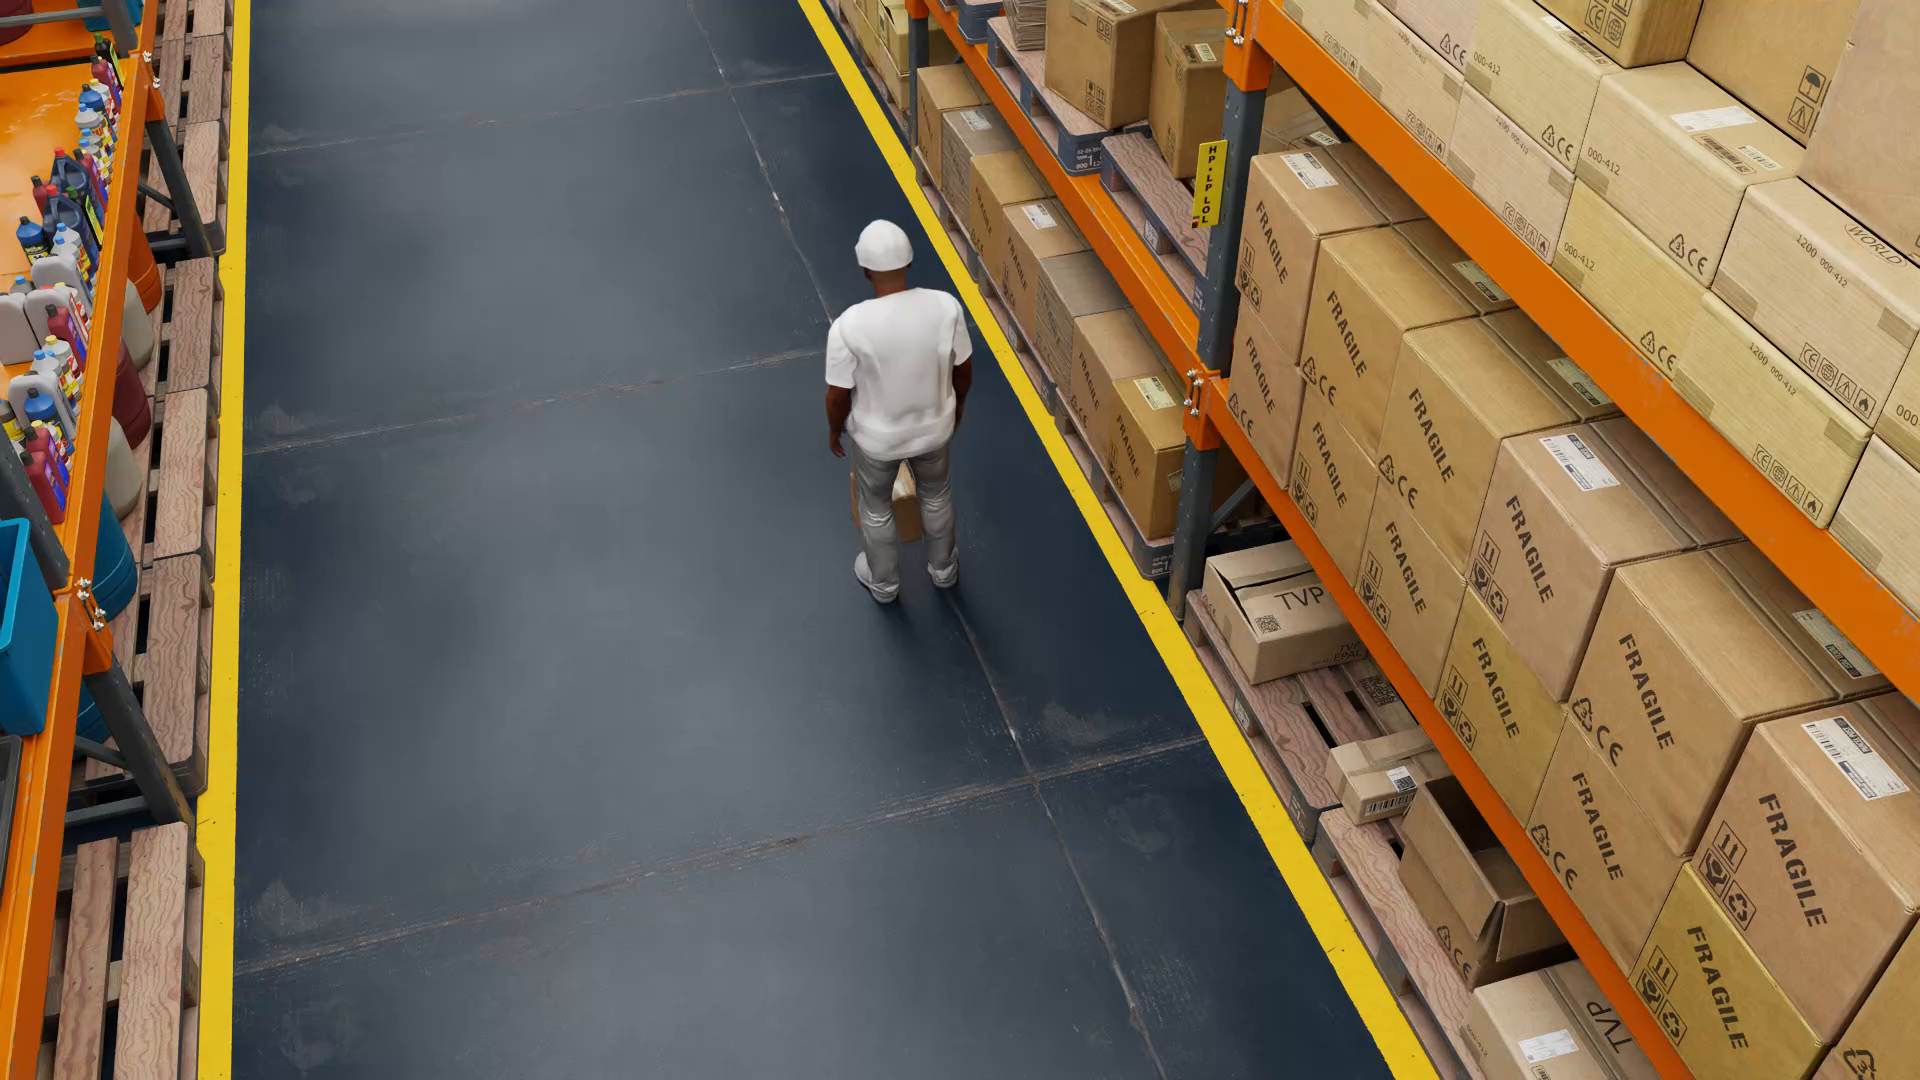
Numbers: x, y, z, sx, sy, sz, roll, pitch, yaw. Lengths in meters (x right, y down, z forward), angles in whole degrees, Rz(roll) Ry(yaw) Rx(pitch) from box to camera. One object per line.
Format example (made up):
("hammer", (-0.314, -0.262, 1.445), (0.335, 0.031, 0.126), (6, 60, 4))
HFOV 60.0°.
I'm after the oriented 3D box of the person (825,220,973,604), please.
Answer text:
("person", (-0.245, -0.475, 6.673), (0.604, 1.762, 0.446), (-12, 43, -13))
